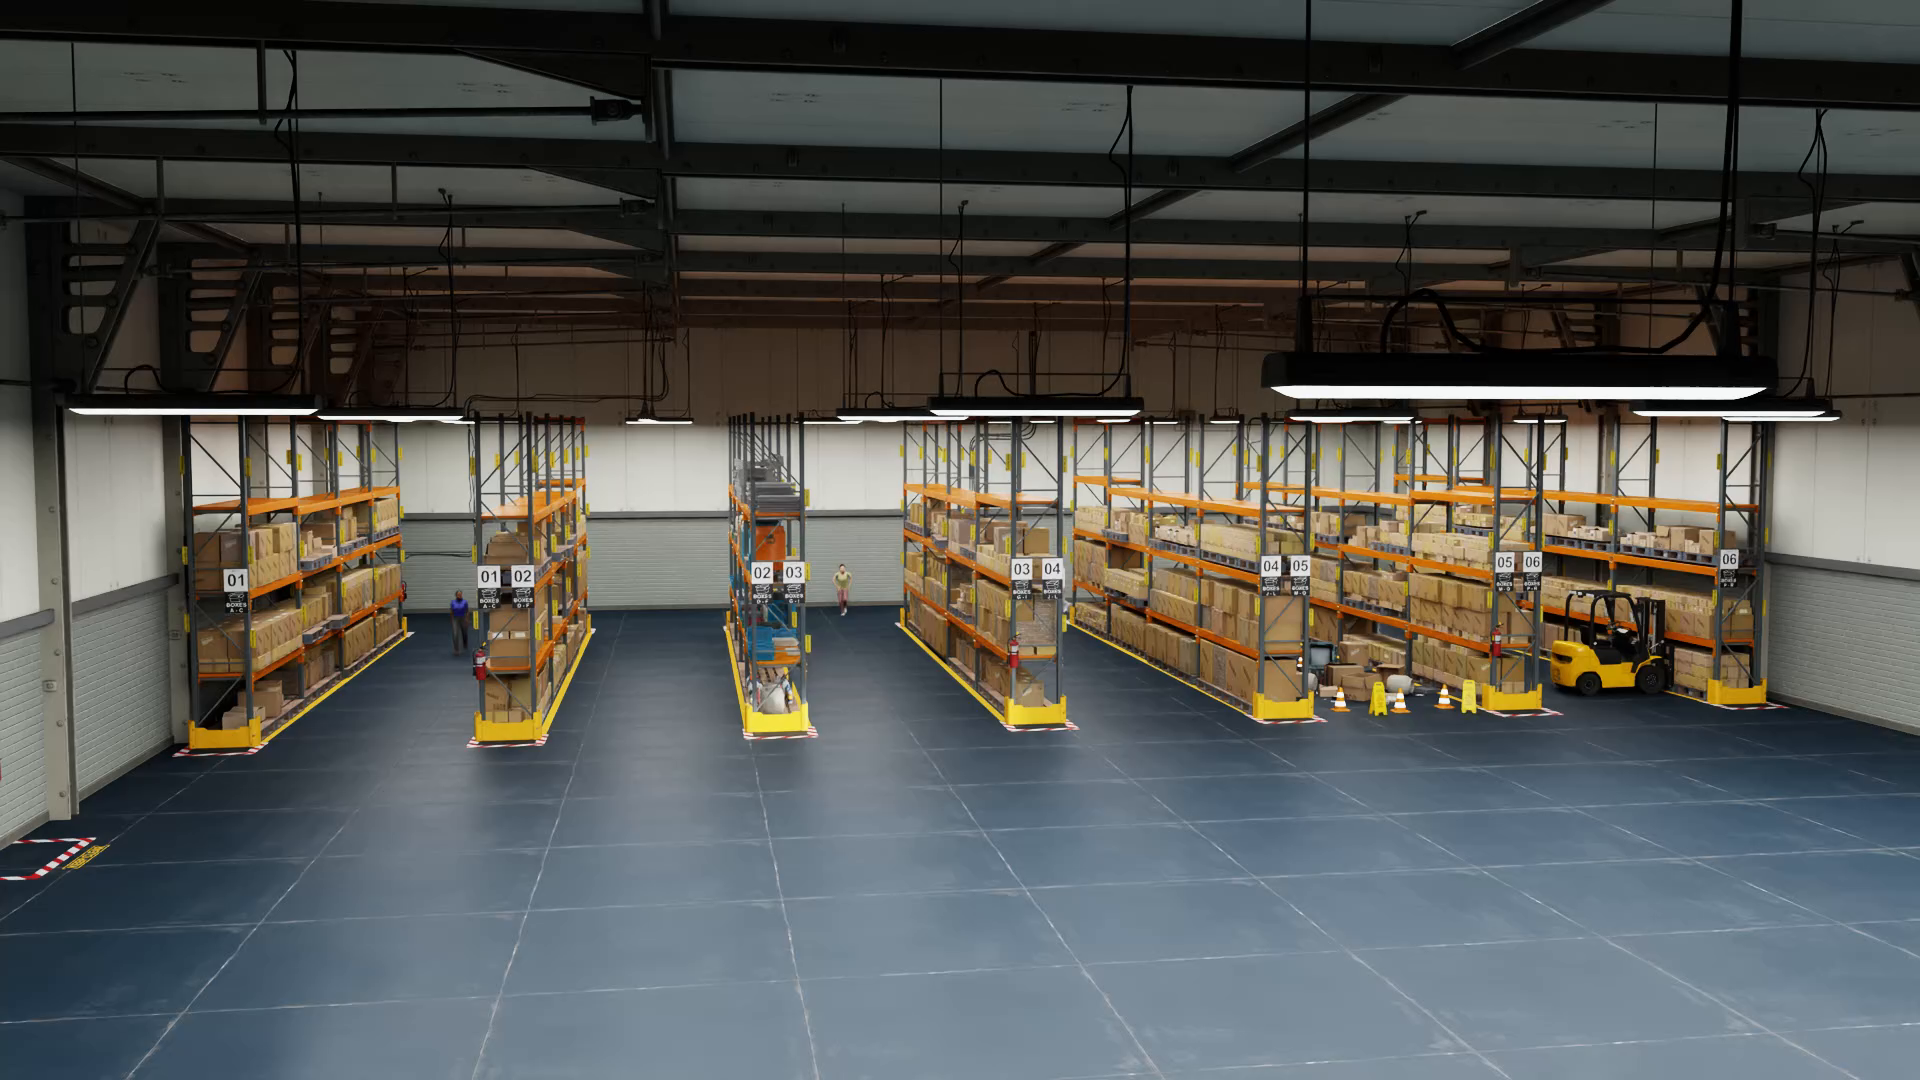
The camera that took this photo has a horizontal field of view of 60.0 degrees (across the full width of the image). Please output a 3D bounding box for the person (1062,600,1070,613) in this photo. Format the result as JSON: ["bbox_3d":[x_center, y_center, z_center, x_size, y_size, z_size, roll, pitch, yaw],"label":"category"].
[{"bbox_3d":[2.956,1.396,50.590,0.838,1.758,0.578,0,4,-5],"label":"person"}]

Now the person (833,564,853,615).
[{"bbox_3d":[-3.549,1.507,50.463,0.594,1.579,0.688,0,4,0],"label":"person"}]

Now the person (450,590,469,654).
[{"bbox_3d":[-12.648,2.050,42.054,0.450,1.598,0.863,-1,4,-11],"label":"person"}]

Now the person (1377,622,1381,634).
[{"bbox_3d":[11.149,1.889,44.421,0.518,1.660,0.595,-2,4,-24],"label":"person"}]
